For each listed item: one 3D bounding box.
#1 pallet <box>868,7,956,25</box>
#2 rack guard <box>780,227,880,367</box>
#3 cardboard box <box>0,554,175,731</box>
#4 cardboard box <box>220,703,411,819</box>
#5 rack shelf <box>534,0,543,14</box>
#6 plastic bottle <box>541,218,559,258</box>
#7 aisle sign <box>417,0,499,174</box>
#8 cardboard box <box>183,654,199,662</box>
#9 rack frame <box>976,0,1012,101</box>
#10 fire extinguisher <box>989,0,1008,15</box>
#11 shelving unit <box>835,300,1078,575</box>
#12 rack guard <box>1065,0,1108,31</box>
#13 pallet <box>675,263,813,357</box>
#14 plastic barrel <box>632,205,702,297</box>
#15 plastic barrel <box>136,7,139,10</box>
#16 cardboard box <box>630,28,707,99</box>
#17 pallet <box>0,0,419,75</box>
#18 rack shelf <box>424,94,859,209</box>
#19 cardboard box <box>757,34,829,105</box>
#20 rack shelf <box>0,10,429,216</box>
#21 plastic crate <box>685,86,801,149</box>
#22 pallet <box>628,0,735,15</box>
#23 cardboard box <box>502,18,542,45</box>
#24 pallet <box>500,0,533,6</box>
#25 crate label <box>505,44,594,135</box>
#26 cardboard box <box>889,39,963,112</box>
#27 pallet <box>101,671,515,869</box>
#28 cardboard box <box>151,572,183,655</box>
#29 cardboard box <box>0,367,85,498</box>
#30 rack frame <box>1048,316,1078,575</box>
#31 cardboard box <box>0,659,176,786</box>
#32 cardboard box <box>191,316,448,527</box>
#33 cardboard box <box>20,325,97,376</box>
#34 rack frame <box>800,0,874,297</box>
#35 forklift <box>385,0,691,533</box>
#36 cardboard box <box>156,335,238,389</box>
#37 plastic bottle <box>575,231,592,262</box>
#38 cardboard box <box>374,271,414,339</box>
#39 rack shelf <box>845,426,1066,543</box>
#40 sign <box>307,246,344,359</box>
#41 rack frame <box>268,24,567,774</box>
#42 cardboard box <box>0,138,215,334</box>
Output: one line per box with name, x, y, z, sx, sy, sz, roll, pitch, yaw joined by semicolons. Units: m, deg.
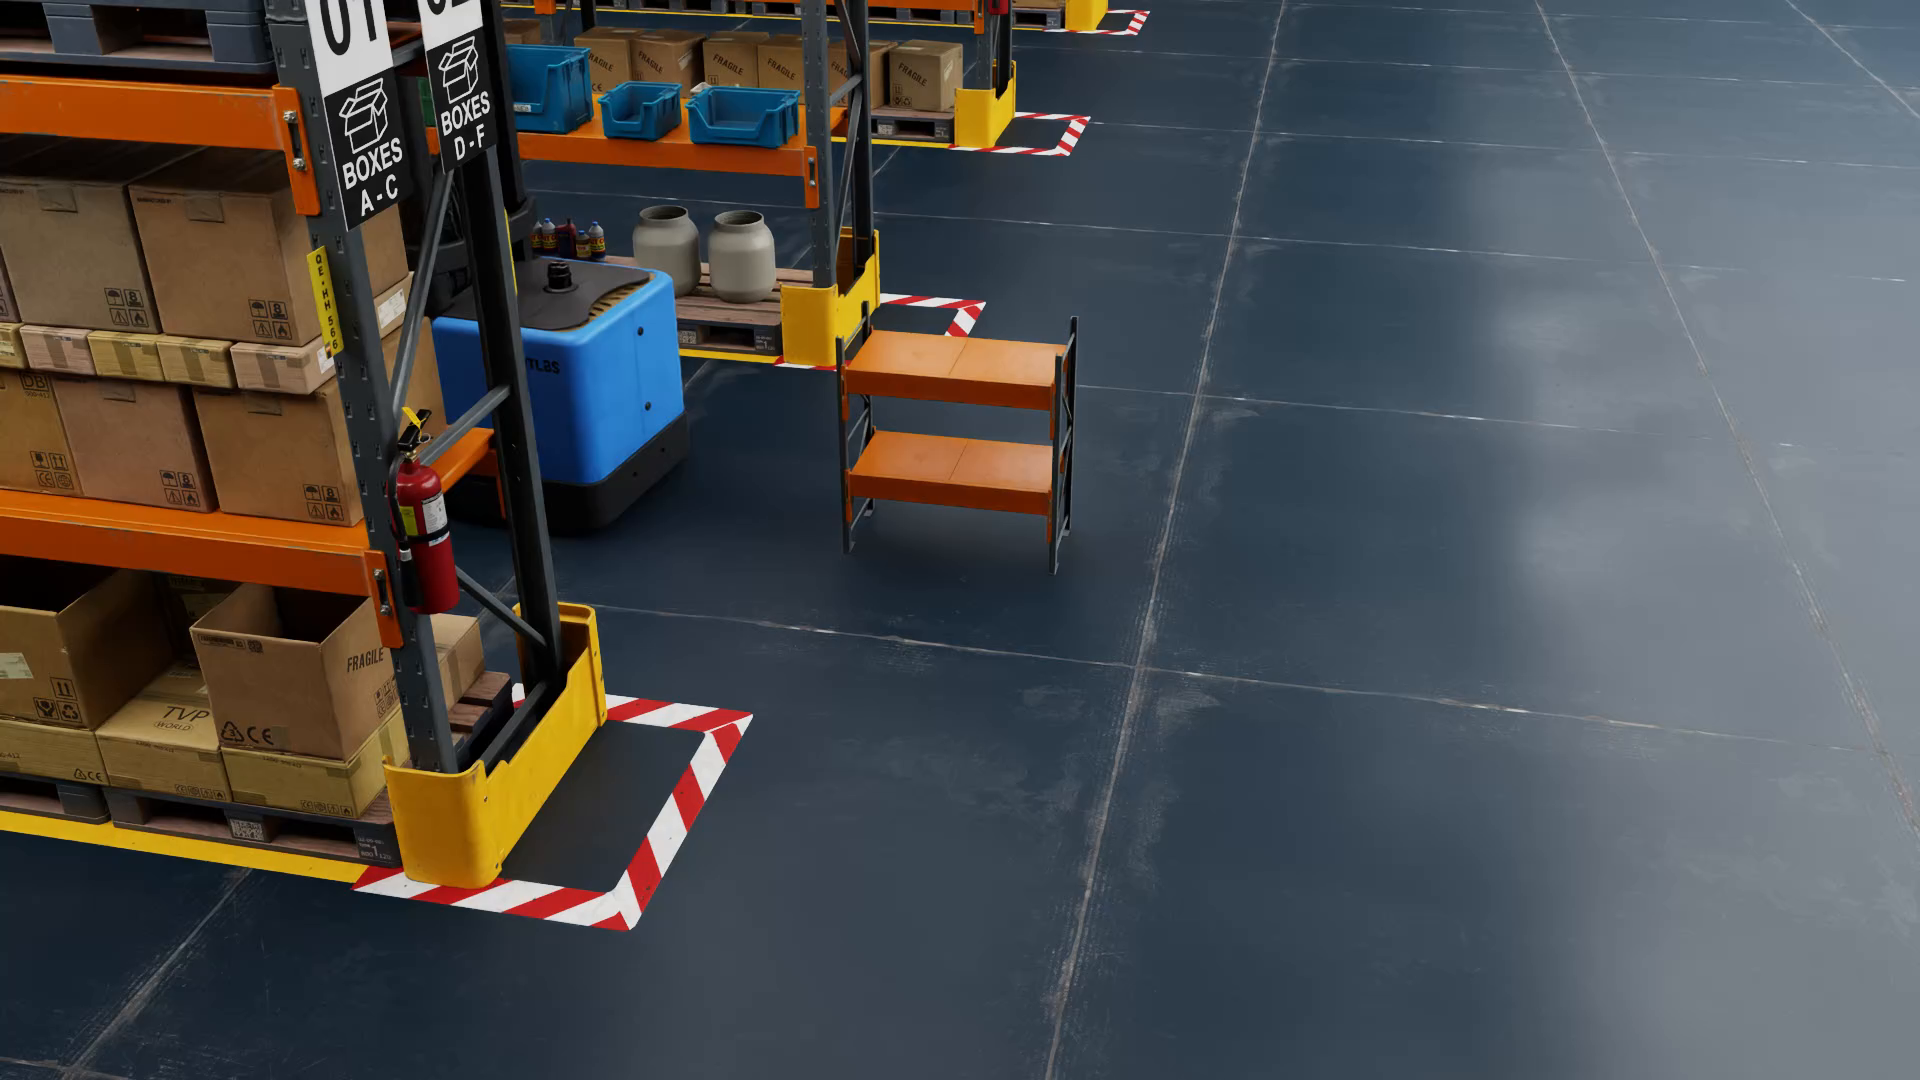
pallet;-0.547;-6.266;19.475;1.213;0.211;1.003;6;29;11
rack guard;-0.813;-1.566;10.589;0.348;0.500;1.175;6;29;11
cardboard box;-3.334;0.335;6.160;0.500;0.500;0.500;6;29;11
cardboard box;-2.353;0.756;6.171;0.500;0.250;0.500;6;29;11
rack shelf;-5.562;-5.289;15.536;4.000;0.370;1.077;6;29;11
plastic bottle;-2.772;-2.035;11.227;0.097;0.271;0.097;0;29;0
aisle sign;-1.638;-1.628;5.394;0.004;0.787;0.394;6;29;11
cardboard box;-2.734;0.464;6.704;0.500;0.250;0.500;6;29;11
rack frame;0.306;-5.003;14.264;0.127;3.000;1.000;6;29;11
fire extinguisher;0.322;-4.741;13.866;0.183;0.674;0.296;6;29;11
shelving unit;-0.007;-0.494;7.981;1.048;1.125;0.538;6;29;11
rack guard;1.464;-6.223;19.096;0.348;0.500;1.175;6;29;11
pallet;-1.606;-1.523;10.812;1.213;0.211;1.003;6;29;11
plastic barrel;-1.878;-1.850;10.659;0.421;0.512;0.421;0;29;0
plastic barrel;-5.530;-3.336;11.079;0.433;0.535;0.433;0;29;0
cardboard box;-2.661;-4.379;15.290;0.500;0.500;0.500;16;32;26
pallet;-2.453;-1.711;5.220;1.213;0.211;1.003;6;29;11
rack shelf;-2.684;-2.562;10.555;4.000;0.370;1.077;6;29;11
cardboard box;-1.501;-4.276;15.103;0.500;0.500;0.500;9;30;15
rack shelf;-3.722;-1.552;5.586;4.000;0.370;1.077;6;29;11
plastic crate;-1.280;-2.521;9.886;0.616;0.251;0.499;6;29;11
pallet;-3.242;-6.542;19.979;1.213;0.211;1.003;6;29;11
cardboard box;-4.202;-4.572;15.622;0.500;0.500;0.700;4;29;7
pallet;-5.628;-6.787;20.426;1.213;0.211;1.003;6;29;11
crate label;-2.585;-2.750;10.112;0.616;0.435;0.502;6;29;11
cardboard box;-0.301;-4.161;14.892;0.500;0.500;0.500;11;31;20
pallet;-2.523;0.815;6.541;1.213;0.211;1.003;6;29;11
cardboard box;-3.226;0.091;6.606;0.500;0.500;0.500;6;29;11
cardboard box;-3.219;-0.550;6.028;0.500;0.500;0.700;6;29;11
rack frame;0.491;-0.443;7.888;0.032;1.125;0.500;6;29;11
cardboard box;-3.334;0.662;6.343;0.500;0.250;0.500;6;29;11
cardboard box;-2.220;-0.447;5.840;0.500;0.500;0.700;6;29;11
cardboard box;-2.932;-0.705;5.635;0.250;0.149;0.380;6;29;11
rack frame;-0.729;-2.677;10.015;0.127;3.000;1.000;6;29;11
forklift;-3.030;-1.736;8.369;3.031;2.935;1.130;9;30;17
cardboard box;-2.436;-0.654;5.541;0.250;0.149;0.380;7;29;12
plastic bottle;-2.538;-1.981;11.200;0.097;0.201;0.097;0;29;0
cardboard box;-2.105;-0.820;5.844;0.250;0.149;0.380;6;29;10
rack shelf;-0.007;-0.280;8.099;1.000;0.278;0.538;6;29;11
sign;-1.893;-0.709;4.969;0.005;0.325;0.100;6;29;11
rack frame;-1.767;-0.351;5.767;0.127;3.000;1.000;6;29;11
cardboard box;-2.788;-1.072;5.629;0.500;0.500;0.700;5;29;9
